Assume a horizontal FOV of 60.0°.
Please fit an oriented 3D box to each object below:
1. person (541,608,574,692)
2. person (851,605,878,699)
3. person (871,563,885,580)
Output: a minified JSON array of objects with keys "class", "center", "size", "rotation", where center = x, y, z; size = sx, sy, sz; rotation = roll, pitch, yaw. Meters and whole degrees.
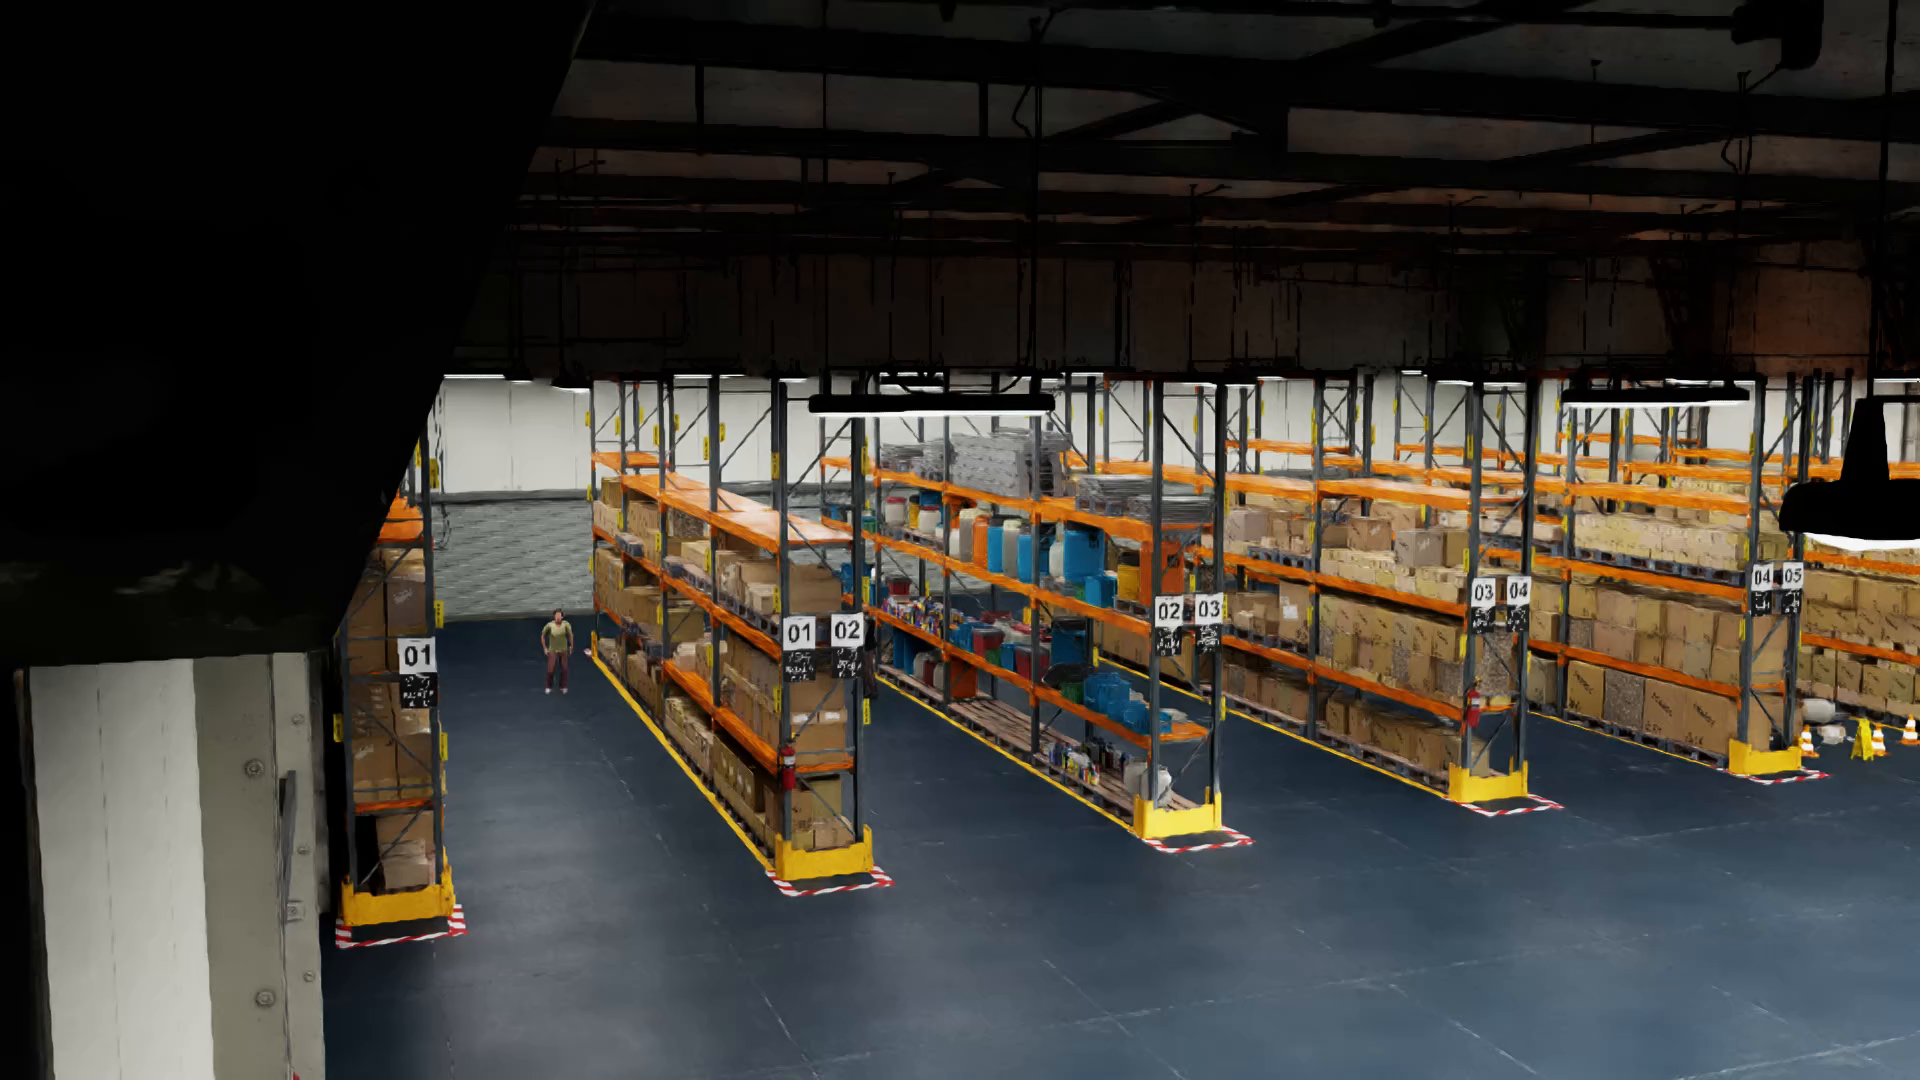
[{"class":"person","center":[-7.529,2.066,31.111],"size":[0.598,1.618,0.506],"rotation":[-3,7,-21]},{"class":"person","center":[-1.771,2.044,30.687],"size":[0.576,1.708,0.626],"rotation":[1,6,9]},{"class":"person","center":[-1.920,0.910,38.252],"size":[0.380,0.968,0.501],"rotation":[1,6,10]}]
